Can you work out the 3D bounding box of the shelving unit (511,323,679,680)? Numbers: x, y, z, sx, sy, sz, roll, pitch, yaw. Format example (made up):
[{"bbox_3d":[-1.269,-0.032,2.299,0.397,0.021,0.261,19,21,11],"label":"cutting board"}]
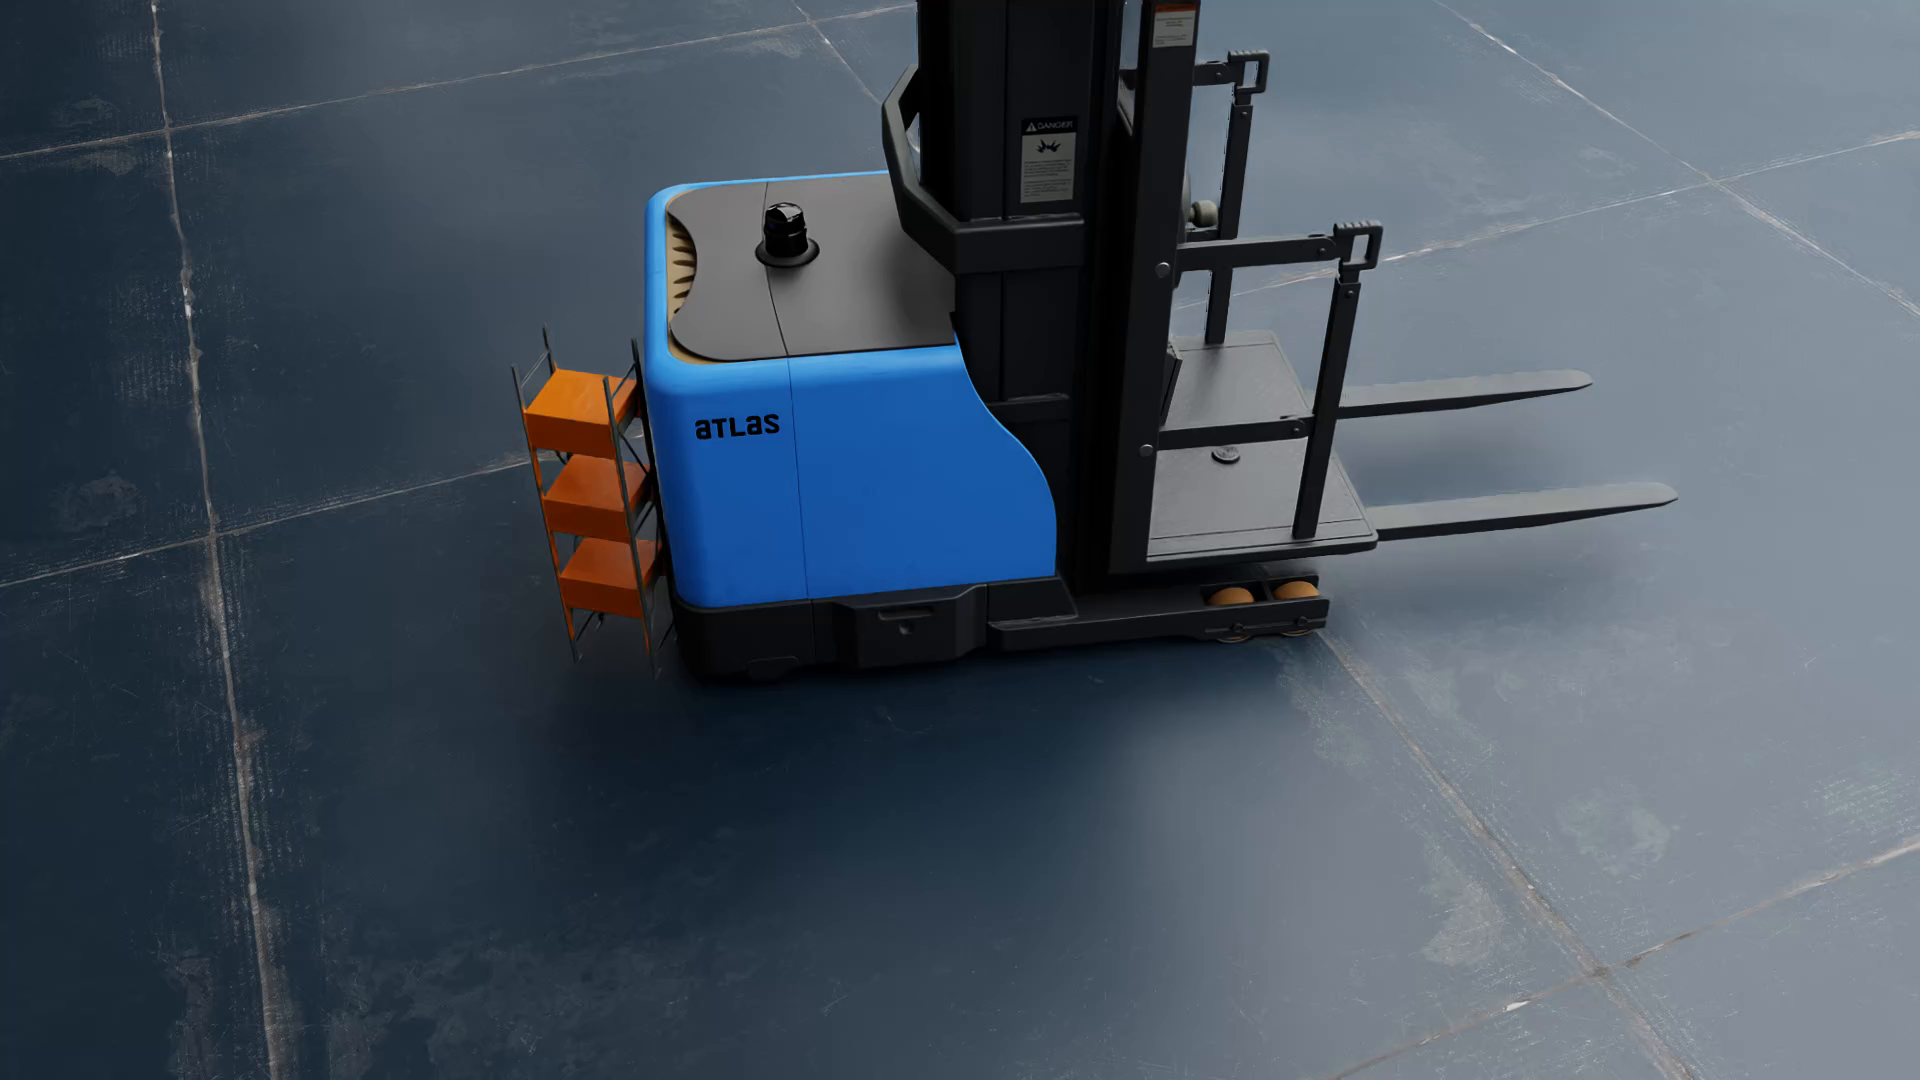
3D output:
[{"bbox_3d":[-0.973,-0.079,4.536,0.252,1.050,0.215,9,41,10],"label":"shelving unit"}]

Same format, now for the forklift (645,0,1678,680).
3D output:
[{"bbox_3d":[0.642,-1.147,4.336,3.031,2.935,1.130,-5,41,-6],"label":"forklift"}]

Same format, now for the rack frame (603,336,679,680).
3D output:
[{"bbox_3d":[-0.855,-0.060,4.514,0.008,1.050,0.200,9,41,10],"label":"rack frame"}]

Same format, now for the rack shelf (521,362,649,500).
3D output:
[{"bbox_3d":[-0.973,-0.286,4.358,0.240,0.259,0.215,9,41,10],"label":"rack shelf"}]

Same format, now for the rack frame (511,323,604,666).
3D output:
[{"bbox_3d":[-1.092,-0.097,4.558,0.008,1.050,0.200,9,41,10],"label":"rack frame"}]

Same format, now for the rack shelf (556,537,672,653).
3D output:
[{"bbox_3d":[-0.973,0.140,4.724,0.240,0.259,0.215,9,41,10],"label":"rack shelf"}]

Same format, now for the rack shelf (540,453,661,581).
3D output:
[{"bbox_3d":[-0.973,-0.071,4.543,0.240,0.259,0.215,9,41,10],"label":"rack shelf"}]
